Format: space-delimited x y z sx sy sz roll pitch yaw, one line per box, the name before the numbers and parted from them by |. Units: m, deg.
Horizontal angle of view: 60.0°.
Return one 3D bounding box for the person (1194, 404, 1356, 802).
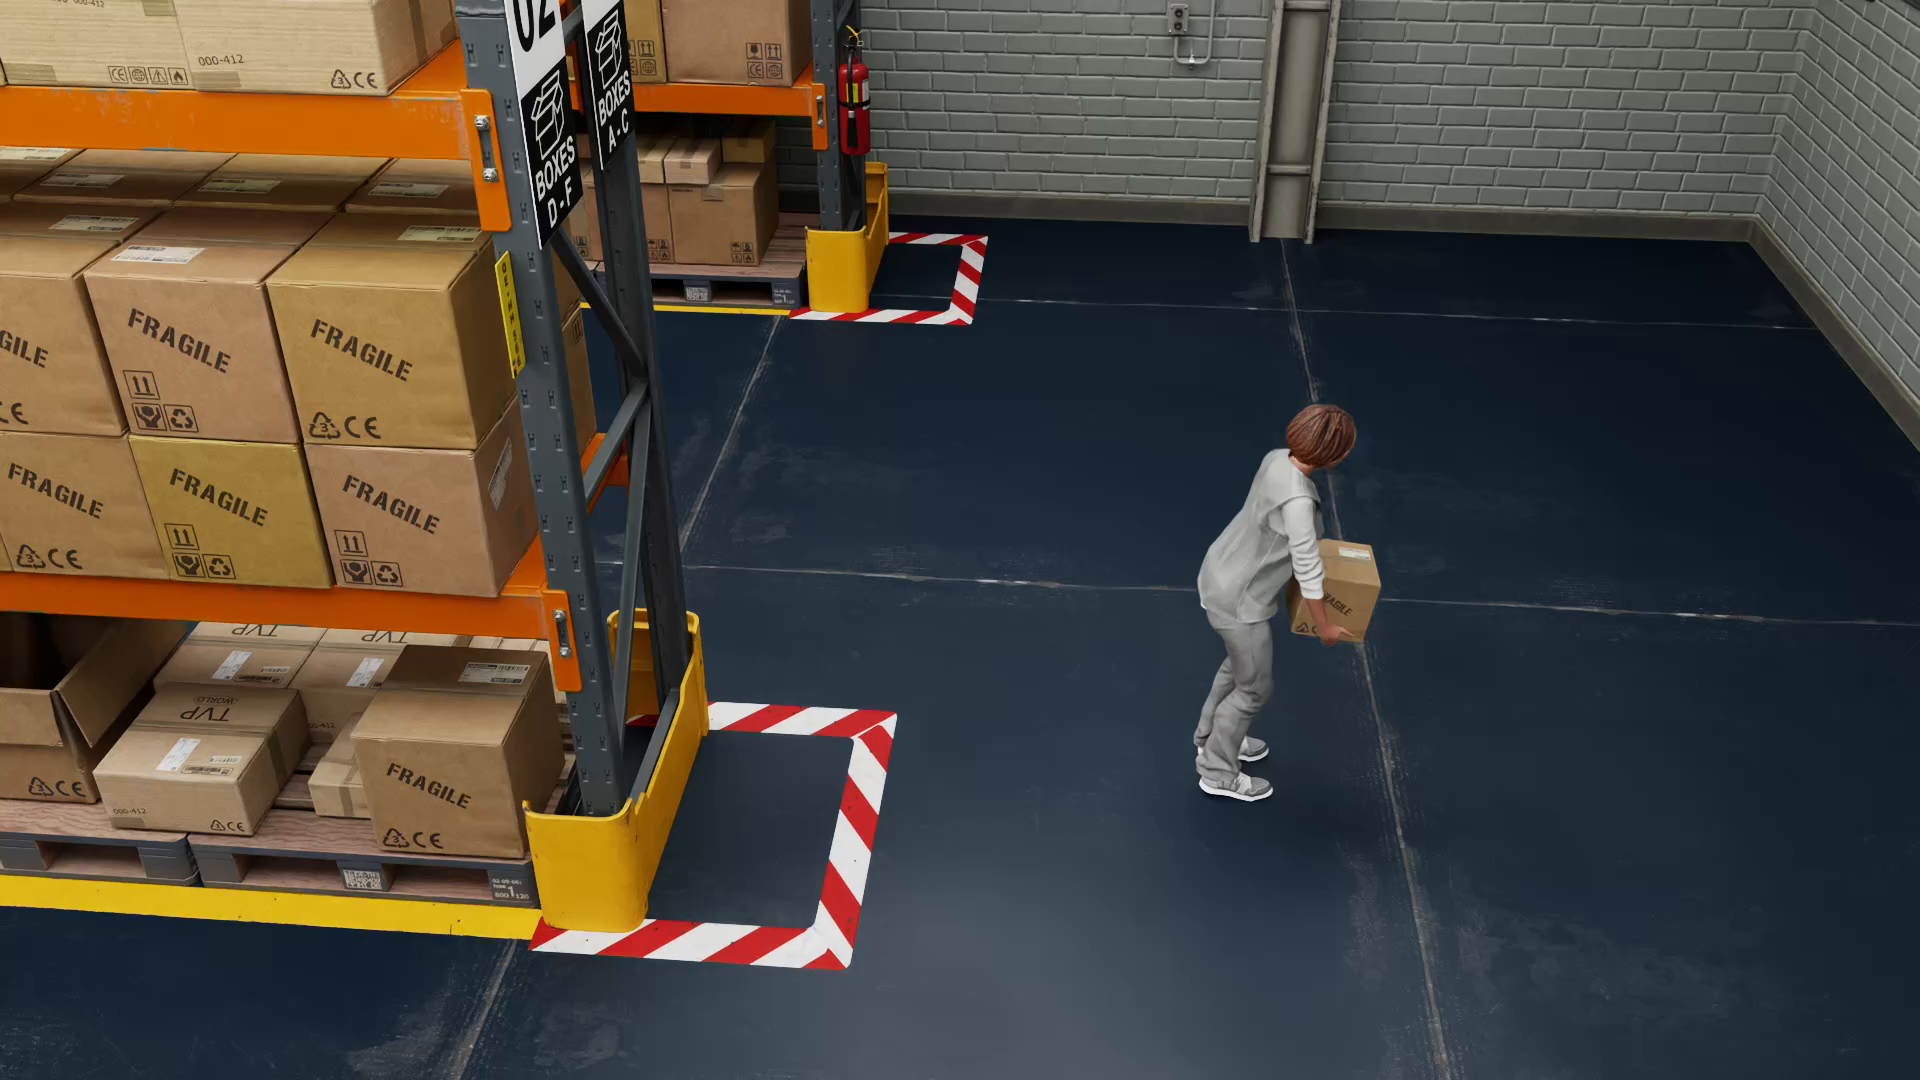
person | 1.096 0.223 5.837 0.533 1.560 0.372 2 32 3
